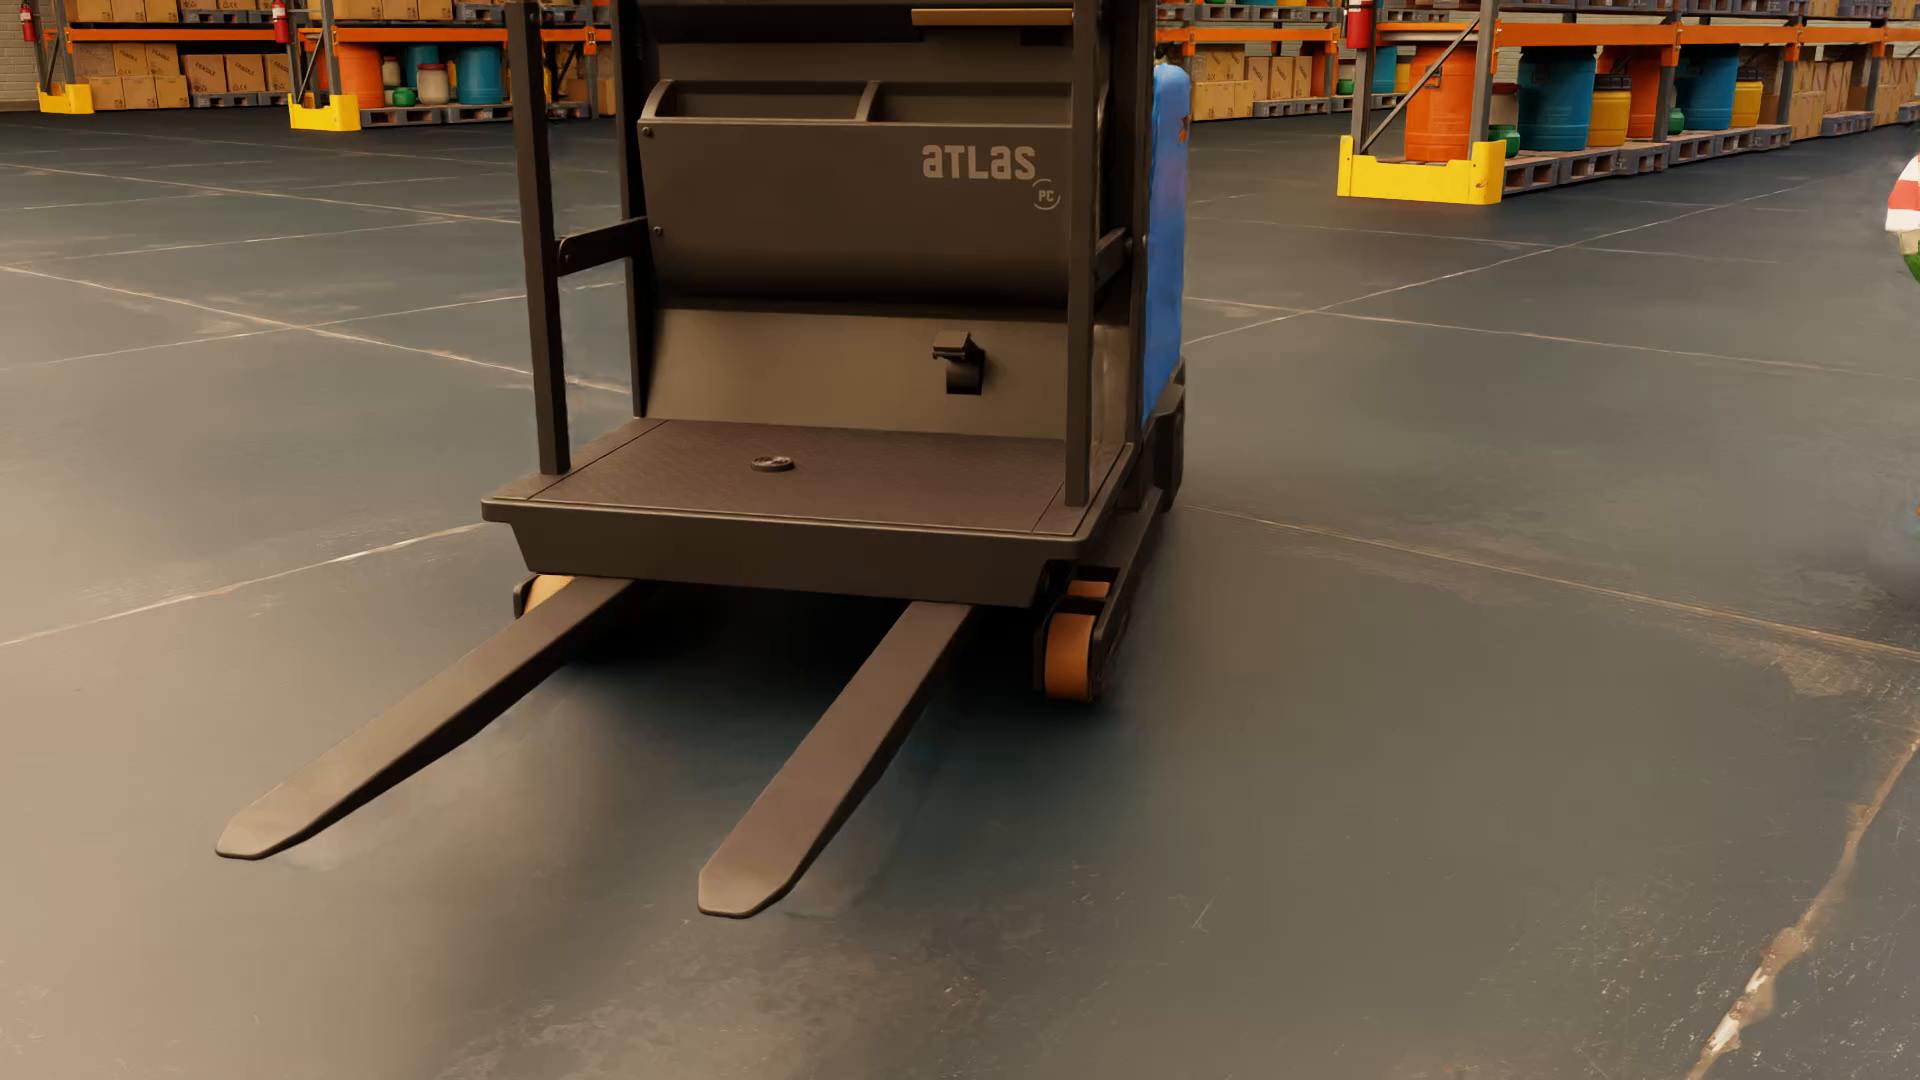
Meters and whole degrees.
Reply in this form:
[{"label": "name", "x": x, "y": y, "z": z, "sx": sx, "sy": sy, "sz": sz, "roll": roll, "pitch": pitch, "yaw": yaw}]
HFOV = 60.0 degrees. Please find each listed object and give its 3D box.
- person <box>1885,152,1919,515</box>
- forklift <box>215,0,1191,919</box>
[{"label": "person", "x": 2.503, "y": -0.657, "z": 3.606, "sx": 0.898, "sy": 1.539, "sz": 0.775, "roll": -11, "pitch": 20, "yaw": -33}, {"label": "forklift", "x": -0.219, "y": -1.229, "z": 2.943, "sx": 1.130, "sy": 2.935, "sz": 3.031, "roll": 4, "pitch": 17, "yaw": 12}]
